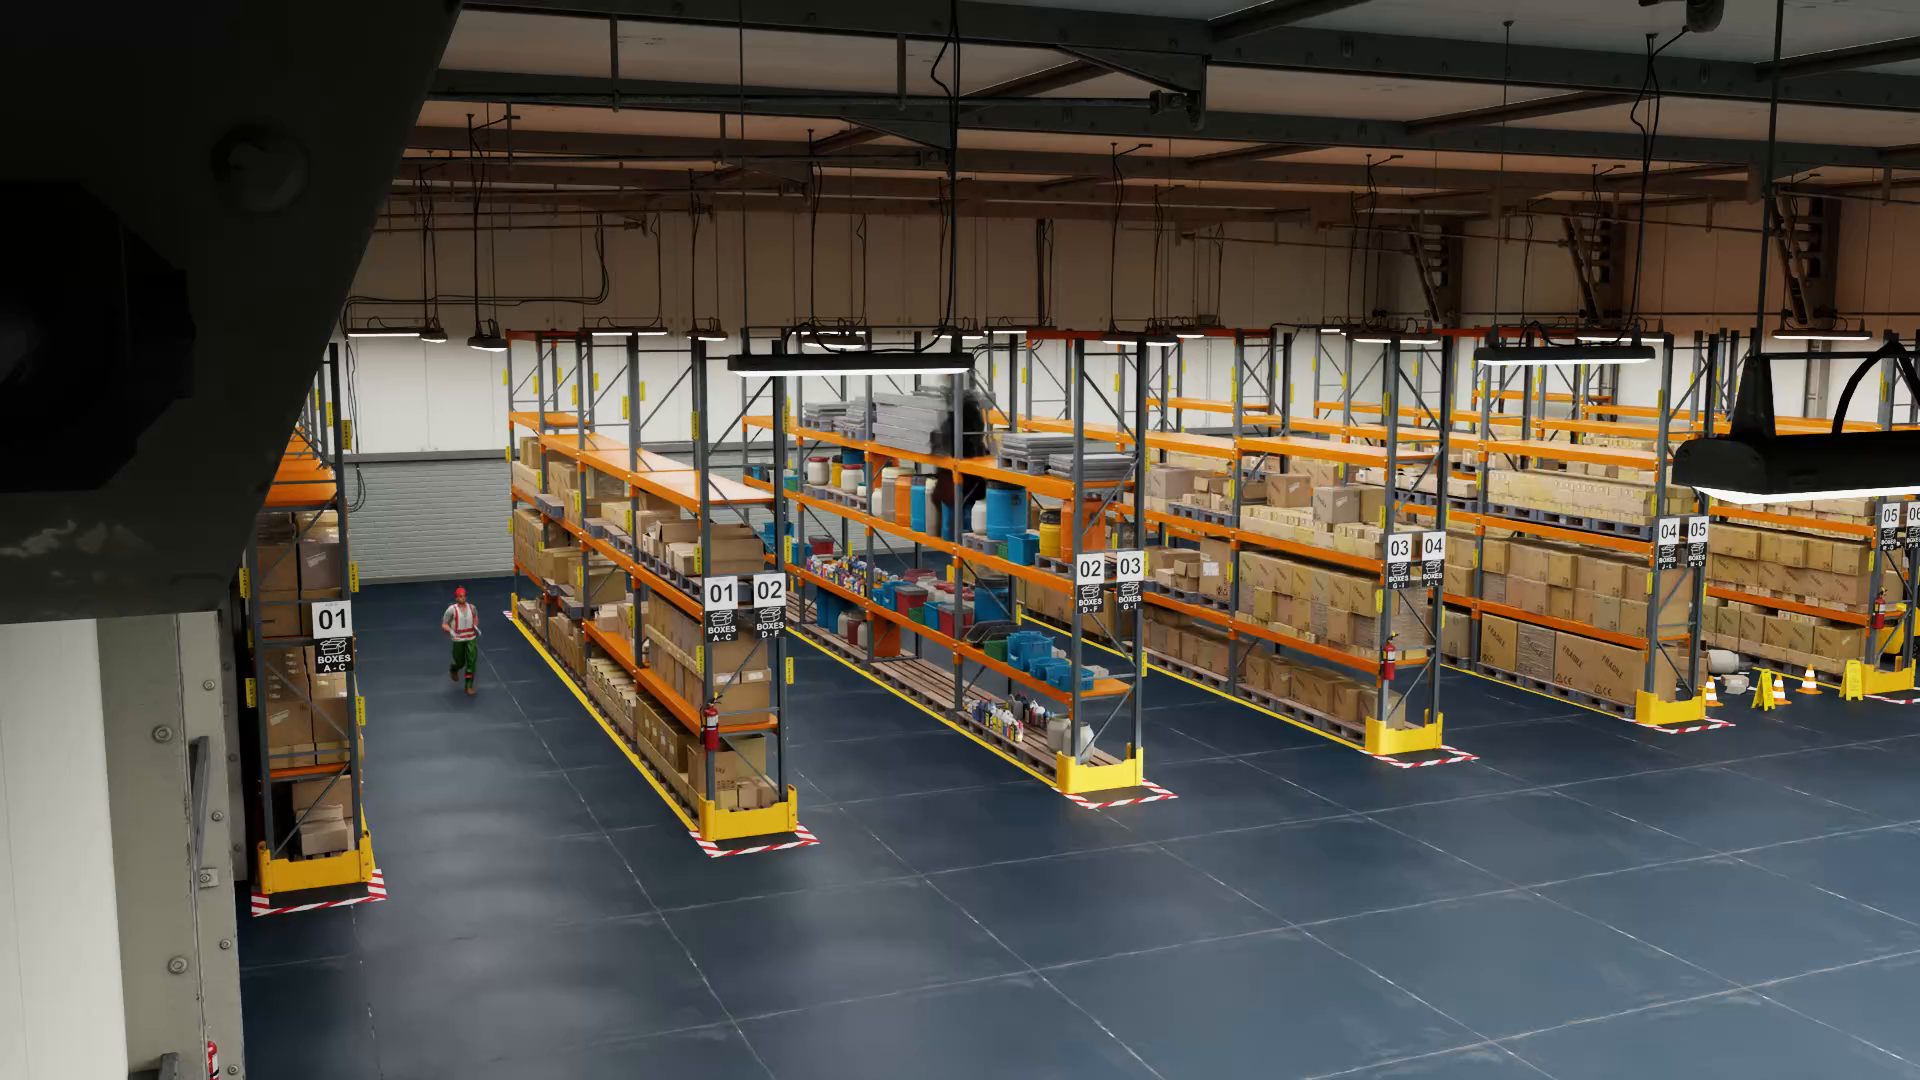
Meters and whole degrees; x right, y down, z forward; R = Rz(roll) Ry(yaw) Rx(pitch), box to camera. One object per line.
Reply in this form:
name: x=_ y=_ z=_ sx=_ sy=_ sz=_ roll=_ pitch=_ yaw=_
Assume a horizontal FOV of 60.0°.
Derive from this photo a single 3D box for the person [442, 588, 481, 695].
person: x=-8.339 y=1.676 z=27.891 sx=0.657 sy=1.771 sz=0.863 roll=-6 pitch=10 yaw=-35
